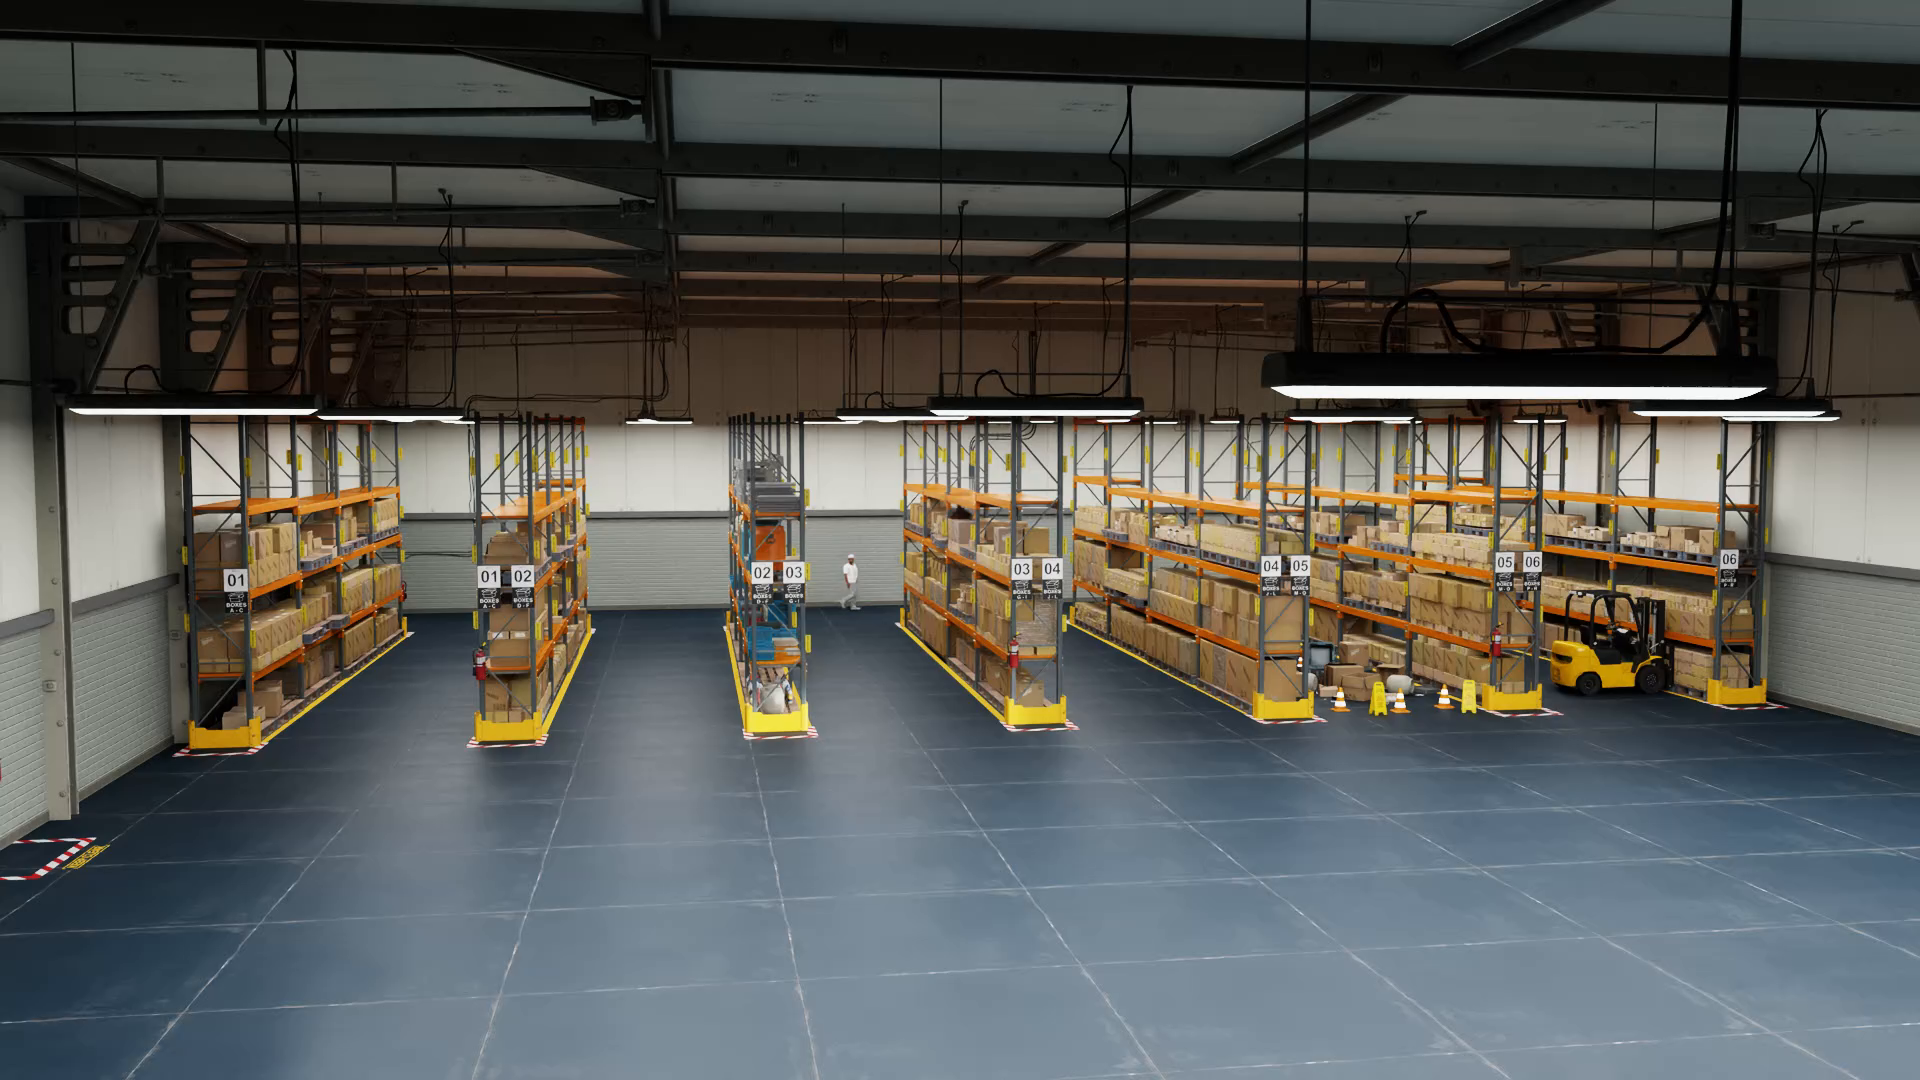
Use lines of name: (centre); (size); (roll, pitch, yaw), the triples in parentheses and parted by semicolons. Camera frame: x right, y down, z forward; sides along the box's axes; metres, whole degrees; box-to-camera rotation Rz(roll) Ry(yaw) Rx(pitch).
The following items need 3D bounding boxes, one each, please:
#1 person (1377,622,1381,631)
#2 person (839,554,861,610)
person: (11.604, 1.680, 46.630); (0.463, 1.773, 0.597); (0, 4, 7)
person: (-3.424, 1.314, 51.895); (0.649, 1.749, 0.534); (0, 4, 2)
